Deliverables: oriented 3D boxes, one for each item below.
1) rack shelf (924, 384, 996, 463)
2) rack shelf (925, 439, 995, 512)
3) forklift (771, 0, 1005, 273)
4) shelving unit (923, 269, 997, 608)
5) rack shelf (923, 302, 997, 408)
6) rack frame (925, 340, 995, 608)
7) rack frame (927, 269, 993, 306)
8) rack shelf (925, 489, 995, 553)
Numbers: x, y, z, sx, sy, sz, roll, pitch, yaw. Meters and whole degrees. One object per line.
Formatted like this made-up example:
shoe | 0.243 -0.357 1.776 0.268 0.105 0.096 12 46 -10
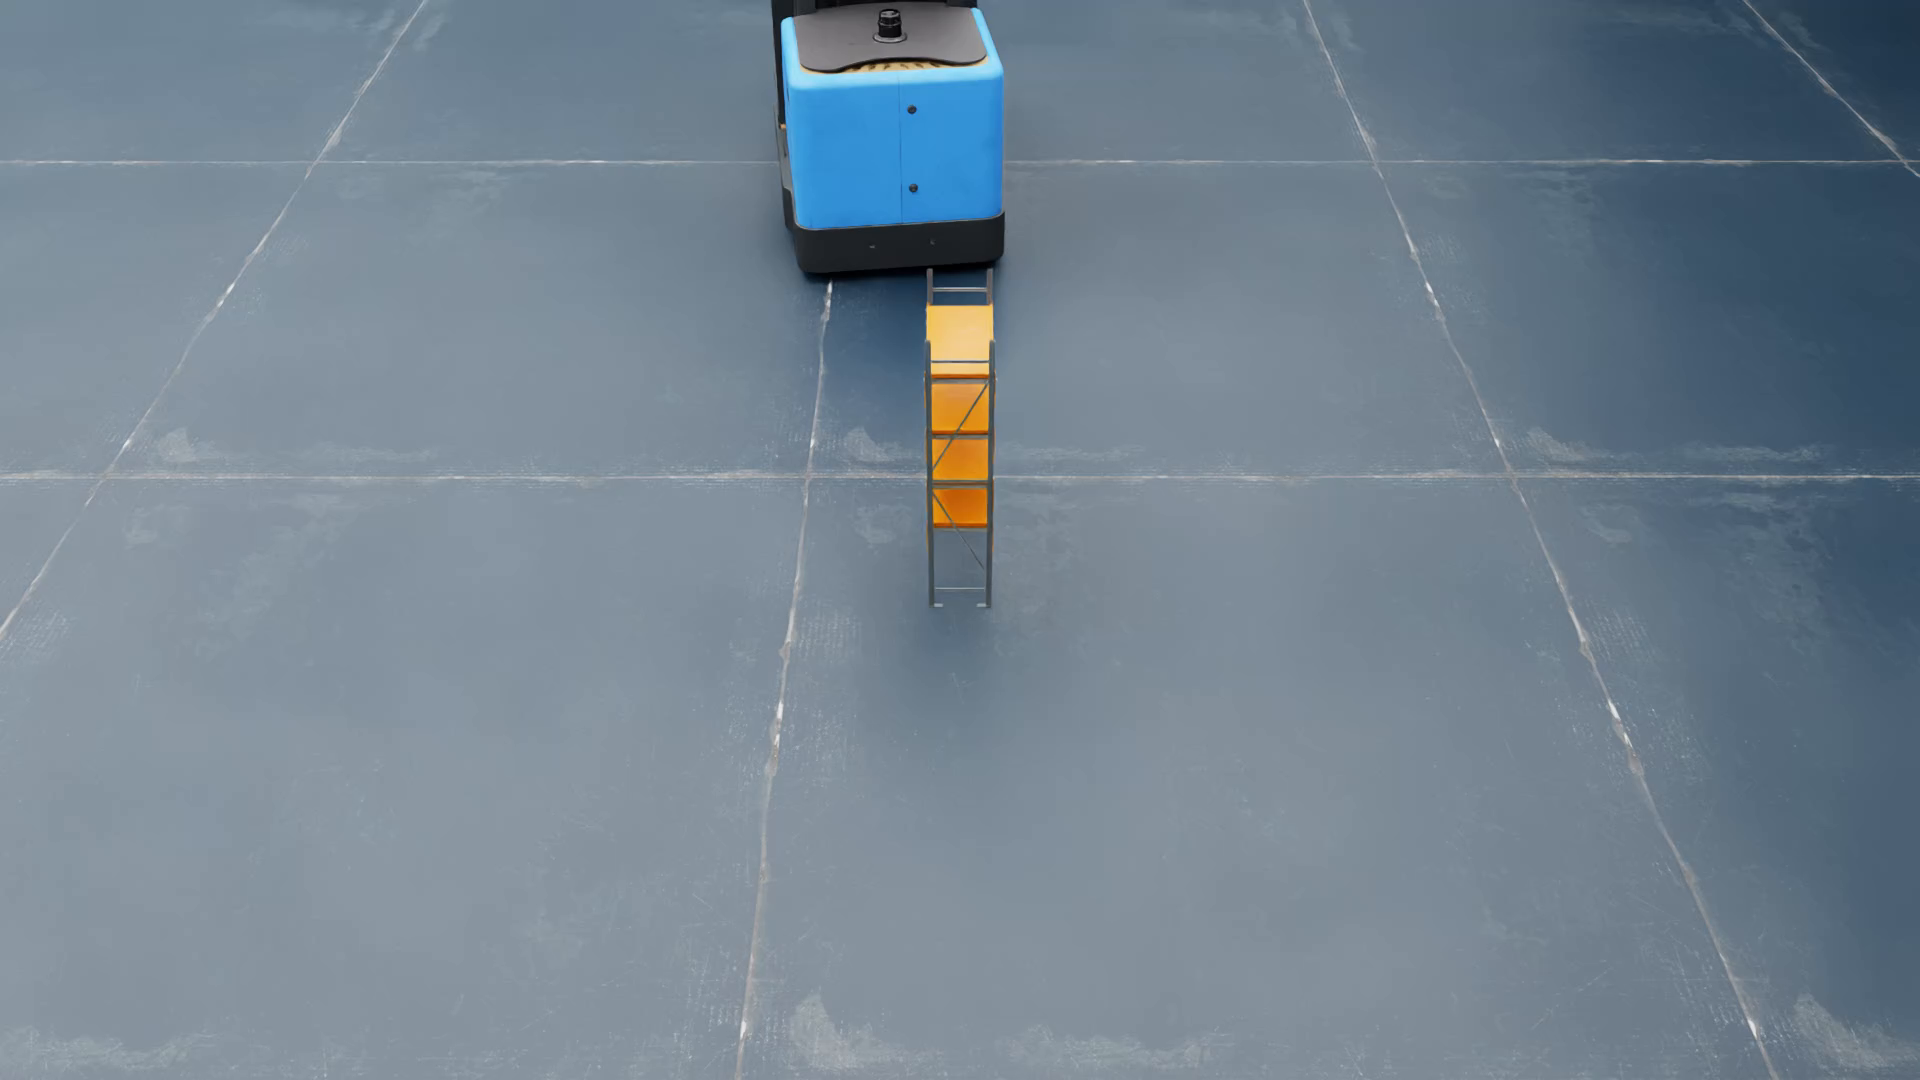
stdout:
rack shelf | 0.000 -0.487 6.148 0.258 0.148 0.480 0 39 0
rack shelf | 0.000 -0.312 6.288 0.258 0.148 0.480 0 39 0
forklift | -0.485 -3.394 8.641 1.130 2.935 3.031 -5 39 -6
shelving unit | 0.000 -0.365 6.246 0.258 1.200 0.503 0 39 0
rack shelf | 0.000 -0.671 6.000 0.258 0.148 0.480 0 39 0
rack frame | 0.000 -0.212 6.055 0.240 1.200 0.015 0 39 0
rack frame | 0.000 -0.517 6.436 0.240 1.200 0.015 0 39 0
rack shelf | 0.000 -0.157 6.412 0.258 0.148 0.480 0 39 0
